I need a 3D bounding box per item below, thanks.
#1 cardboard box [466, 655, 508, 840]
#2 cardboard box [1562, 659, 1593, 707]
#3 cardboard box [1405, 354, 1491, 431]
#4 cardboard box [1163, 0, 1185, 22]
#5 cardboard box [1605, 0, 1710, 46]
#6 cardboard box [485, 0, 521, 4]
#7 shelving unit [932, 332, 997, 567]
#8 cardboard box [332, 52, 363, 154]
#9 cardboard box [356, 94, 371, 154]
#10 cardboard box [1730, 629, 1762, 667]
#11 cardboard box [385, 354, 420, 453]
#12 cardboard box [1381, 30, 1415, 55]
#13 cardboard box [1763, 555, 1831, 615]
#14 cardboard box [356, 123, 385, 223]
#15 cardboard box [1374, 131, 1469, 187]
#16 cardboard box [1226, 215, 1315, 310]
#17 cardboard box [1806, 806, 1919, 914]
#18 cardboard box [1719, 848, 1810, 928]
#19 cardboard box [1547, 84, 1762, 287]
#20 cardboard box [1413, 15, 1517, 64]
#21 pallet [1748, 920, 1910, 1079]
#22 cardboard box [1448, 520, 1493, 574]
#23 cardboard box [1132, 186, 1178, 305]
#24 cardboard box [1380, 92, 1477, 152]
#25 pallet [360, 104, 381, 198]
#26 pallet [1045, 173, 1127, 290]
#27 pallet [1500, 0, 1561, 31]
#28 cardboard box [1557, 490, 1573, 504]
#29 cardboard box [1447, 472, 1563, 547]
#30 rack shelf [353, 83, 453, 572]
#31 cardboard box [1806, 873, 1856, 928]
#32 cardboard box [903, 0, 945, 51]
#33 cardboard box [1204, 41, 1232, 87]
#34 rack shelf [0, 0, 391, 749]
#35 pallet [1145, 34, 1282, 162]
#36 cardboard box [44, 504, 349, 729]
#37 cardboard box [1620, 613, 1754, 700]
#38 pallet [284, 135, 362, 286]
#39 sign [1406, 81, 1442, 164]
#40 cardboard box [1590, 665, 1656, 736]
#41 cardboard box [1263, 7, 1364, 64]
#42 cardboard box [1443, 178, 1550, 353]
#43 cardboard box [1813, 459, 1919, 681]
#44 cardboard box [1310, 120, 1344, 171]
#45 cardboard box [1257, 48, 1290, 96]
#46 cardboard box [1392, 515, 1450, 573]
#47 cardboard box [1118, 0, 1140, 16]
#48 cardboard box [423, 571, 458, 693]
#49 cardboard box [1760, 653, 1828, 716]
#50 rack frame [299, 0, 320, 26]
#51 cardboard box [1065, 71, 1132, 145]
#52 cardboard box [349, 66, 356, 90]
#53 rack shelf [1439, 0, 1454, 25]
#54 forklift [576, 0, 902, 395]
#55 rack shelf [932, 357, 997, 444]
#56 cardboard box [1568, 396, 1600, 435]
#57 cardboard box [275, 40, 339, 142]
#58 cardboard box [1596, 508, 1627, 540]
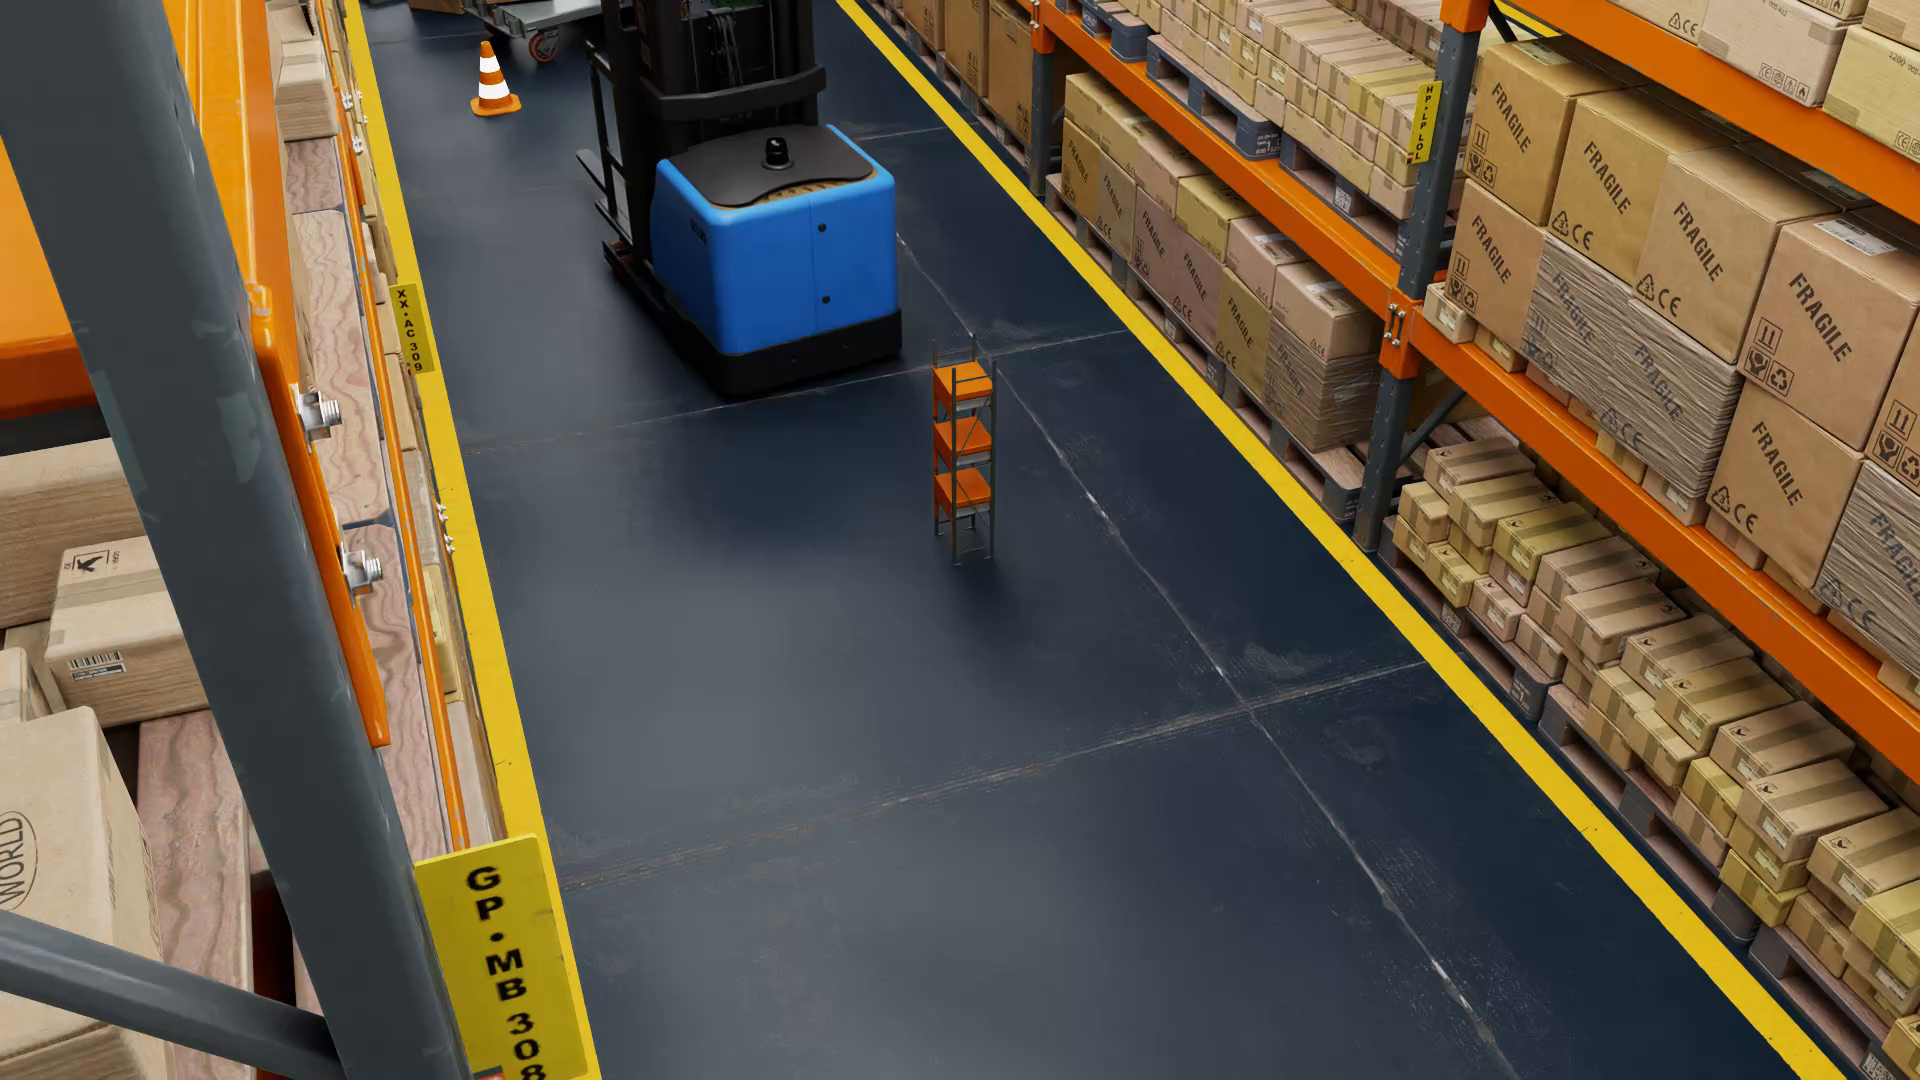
[{"bbox_3d":[-1.529,0.554,4.438,0.500,0.500,0.500,-13,39,-17],"label":"cardboard box"},{"bbox_3d":[2.624,0.534,6.569,0.380,0.149,0.250,-14,39,-18],"label":"cardboard box"},{"bbox_3d":[2.310,-0.909,8.192,0.500,0.500,0.500,-11,38,-14],"label":"cardboard box"},{"bbox_3d":[1.279,-2.812,8.603,0.380,0.149,0.250,-12,39,-16],"label":"cardboard box"},{"bbox_3d":[2.408,-1.808,5.289,0.500,0.250,0.500,-13,39,-17],"label":"cardboard box"},{"bbox_3d":[-3.390,-4.394,12.539,0.500,0.500,0.500,-12,39,-16],"label":"cardboard box"},{"bbox_3d":[0.018,-0.389,7.394,0.215,1.050,0.252,-12,39,-16],"label":"shelving unit"},{"bbox_3d":[-2.551,-1.498,6.332,0.500,0.500,0.500,-13,39,-17],"label":"cardboard box"},{"bbox_3d":[-3.066,-1.868,7.861,0.500,0.250,0.500,-12,39,-15],"label":"cardboard box"},{"bbox_3d":[3.109,0.452,6.430,0.380,0.149,0.250,-14,39,-18],"label":"cardboard box"},{"bbox_3d":[-1.709,-0.127,4.511,0.500,0.500,0.500,-13,39,-17],"label":"cardboard box"},{"bbox_3d":[2.246,-2.362,8.005,0.380,0.149,0.250,-11,38,-14],"label":"cardboard box"},{"bbox_3d":[2.847,0.074,5.367,0.380,0.149,0.250,-12,39,-15],"label":"cardboard box"},{"bbox_3d":[-2.715,-1.497,6.953,0.500,0.250,0.500,-14,39,-17],"label":"cardboard box"},{"bbox_3d":[1.993,-1.638,7.043,0.380,0.149,0.250,-11,38,-15],"label":"cardboard box"},{"bbox_3d":[1.657,-1.398,8.218,0.500,0.250,0.500,-11,38,-14],"label":"cardboard box"},{"bbox_3d":[3.001,1.046,5.395,0.380,0.149,0.250,-14,39,-18],"label":"cardboard box"},{"bbox_3d":[2.877,1.150,5.751,0.380,0.149,0.250,-14,39,-18],"label":"cardboard box"},{"bbox_3d":[2.434,-1.231,5.729,0.500,0.500,0.500,-14,39,-17],"label":"cardboard box"},{"bbox_3d":[2.340,-2.333,7.720,0.380,0.149,0.250,-13,39,-17],"label":"cardboard box"},{"bbox_3d":[3.419,1.597,5.455,1.003,0.211,1.213,-12,39,-16],"label":"pallet"},{"bbox_3d":[2.311,-0.020,7.056,0.380,0.149,0.250,-12,39,-16],"label":"cardboard box"},{"bbox_3d":[1.300,-1.672,9.205,0.500,0.500,0.500,-13,39,-17],"label":"cardboard box"},{"bbox_3d":[1.994,-1.759,6.957,0.380,0.149,0.250,-11,38,-14],"label":"cardboard box"},{"bbox_3d":[-4.358,-2.461,10.842,1.003,0.211,1.213,-12,39,-16],"label":"pallet"},{"bbox_3d":[1.206,-1.972,10.192,1.003,0.211,1.213,-12,39,-16],"label":"pallet"},{"bbox_3d":[4.947,-4.513,13.566,1.003,0.211,1.213,-12,39,-16],"label":"pallet"},{"bbox_3d":[2.827,-0.153,7.233,0.380,0.149,0.250,-14,39,-18],"label":"cardboard box"},{"bbox_3d":[2.278,-0.129,6.954,0.380,0.149,0.250,-11,38,-14],"label":"cardboard box"},{"bbox_3d":[-2.986,-1.028,7.220,1.077,0.370,4.000,-12,39,-16],"label":"rack shelf"},{"bbox_3d":[3.066,1.139,5.518,0.380,0.149,0.250,-13,39,-16],"label":"cardboard box"},{"bbox_3d":[0.189,-4.178,12.324,1.050,0.750,0.750,-12,39,-16],"label":"cardboard box"},{"bbox_3d":[1.449,-2.404,8.308,0.380,0.149,0.250,-14,39,-17],"label":"cardboard box"},{"bbox_3d":[-1.610,-1.005,2.535,1.077,0.370,4.000,-12,39,-16],"label":"rack shelf"},{"bbox_3d":[1.658,-2.341,8.524,1.003,0.211,1.213,-12,39,-16],"label":"pallet"},{"bbox_3d":[-1.080,0.106,2.399,0.380,0.149,0.250,-11,38,-14],"label":"cardboard box"},{"bbox_3d":[2.705,0.444,6.193,0.380,0.149,0.250,-14,39,-18],"label":"cardboard box"},{"bbox_3d":[-2.026,-0.884,4.011,1.003,0.211,1.213,-12,39,-16],"label":"pallet"},{"bbox_3d":[1.795,-1.613,6.436,0.100,0.325,0.005,-12,39,-16],"label":"sign"},{"bbox_3d":[2.618,0.579,6.261,0.380,0.149,0.250,-13,39,-16],"label":"cardboard box"},{"bbox_3d":[1.641,-2.345,7.735,0.380,0.149,0.250,-14,39,-17],"label":"cardboard box"},{"bbox_3d":[2.249,-1.094,6.379,0.500,0.500,0.500,-13,39,-17],"label":"cardboard box"},{"bbox_3d":[2.939,0.056,4.852,0.500,0.500,0.500,-12,39,-16],"label":"cardboard box"},{"bbox_3d":[1.819,-1.806,7.514,0.380,0.149,0.250,-13,39,-16],"label":"cardboard box"},{"bbox_3d":[1.632,-2.228,7.827,0.380,0.149,0.250,-14,39,-18],"label":"cardboard box"},{"bbox_3d":[2.139,-0.024,7.310,0.380,0.149,0.250,-14,39,-18],"label":"cardboard box"},{"bbox_3d":[1.089,-2.996,9.094,0.380,0.149,0.250,-11,38,-14],"label":"cardboard box"},{"bbox_3d":[-1.278,0.233,3.494,0.380,0.149,0.250,-13,39,-17],"label":"cardboard box"},{"bbox_3d":[3.182,0.498,6.122,0.380,0.149,0.250,-12,39,-16],"label":"cardboard box"},{"bbox_3d":[-2.298,-2.582,3.698,1.000,3.000,0.127,-12,39,-16],"label":"rack frame"},{"bbox_3d":[0.949,-2.556,9.756,0.500,0.250,0.500,-14,39,-18],"label":"cardboard box"},{"bbox_3d":[-4.377,-2.729,10.715,0.950,0.372,0.625,-11,38,-14],"label":"cardboard box"},{"bbox_3d":[1.627,-3.308,7.753,1.077,0.370,4.000,-12,39,-16],"label":"rack shelf"},{"bbox_3d":[-1.458,-2.793,9.021,1.130,2.935,3.031,-18,41,-22],"label":"forklift"},{"bbox_3d":[0.018,-0.607,7.230,0.215,0.259,0.240,-12,39,-16],"label":"rack shelf"},{"bbox_3d":[2.493,-0.514,6.149,0.380,0.149,0.250,-14,39,-18],"label":"cardboard box"},{"bbox_3d":[-1.687,-1.047,3.931,0.380,0.149,0.250,-12,38,-15],"label":"cardboard box"},{"bbox_3d":[2.899,-0.112,6.931,0.380,0.149,0.250,-13,39,-16],"label":"cardboard box"}]
